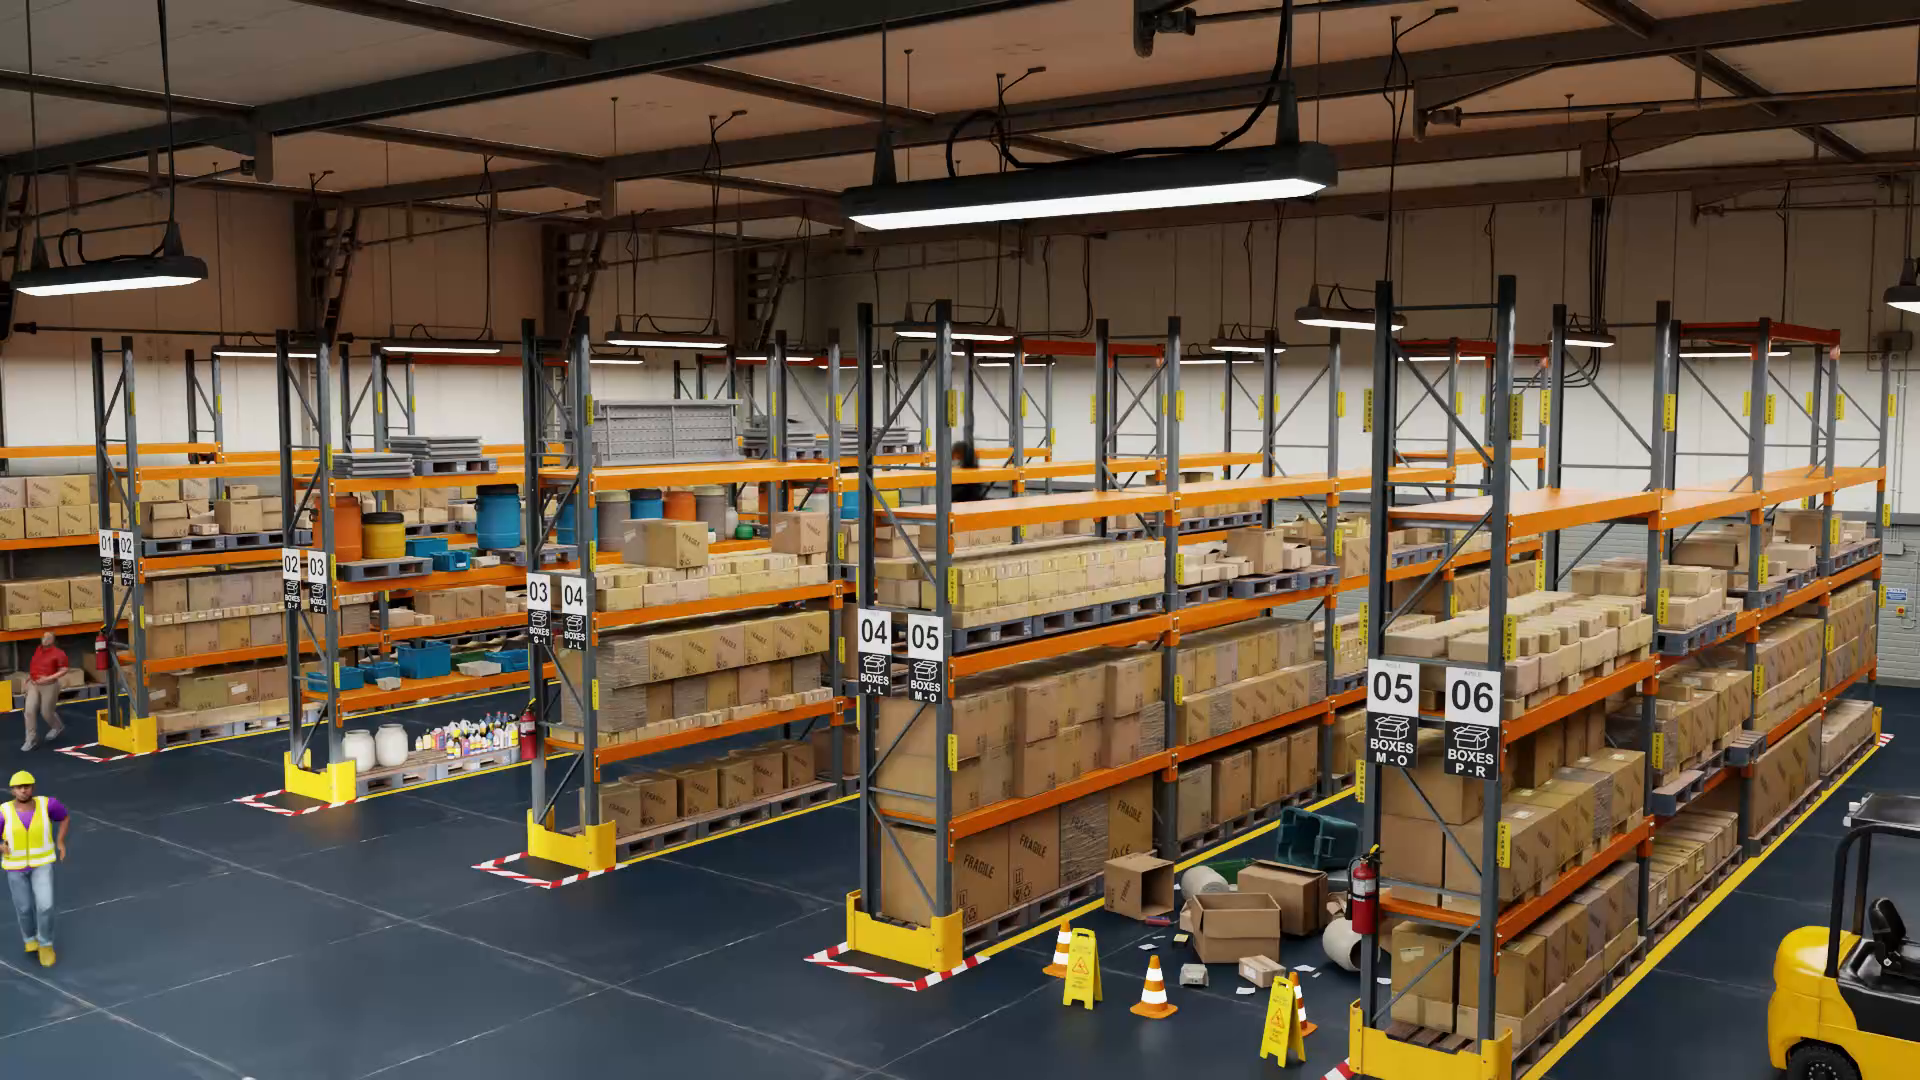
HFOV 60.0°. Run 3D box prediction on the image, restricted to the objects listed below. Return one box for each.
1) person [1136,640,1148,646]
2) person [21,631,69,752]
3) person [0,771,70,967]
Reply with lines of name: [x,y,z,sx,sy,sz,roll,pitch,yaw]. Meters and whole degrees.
person: [2.312,2.153,21.605,0.658,1.691,0.572,4,6,35]
person: [-13.427,2.197,24.487,0.680,1.728,0.811,0,5,4]
person: [-8.446,2.985,15.088,0.671,1.806,0.738,-2,6,-26]
